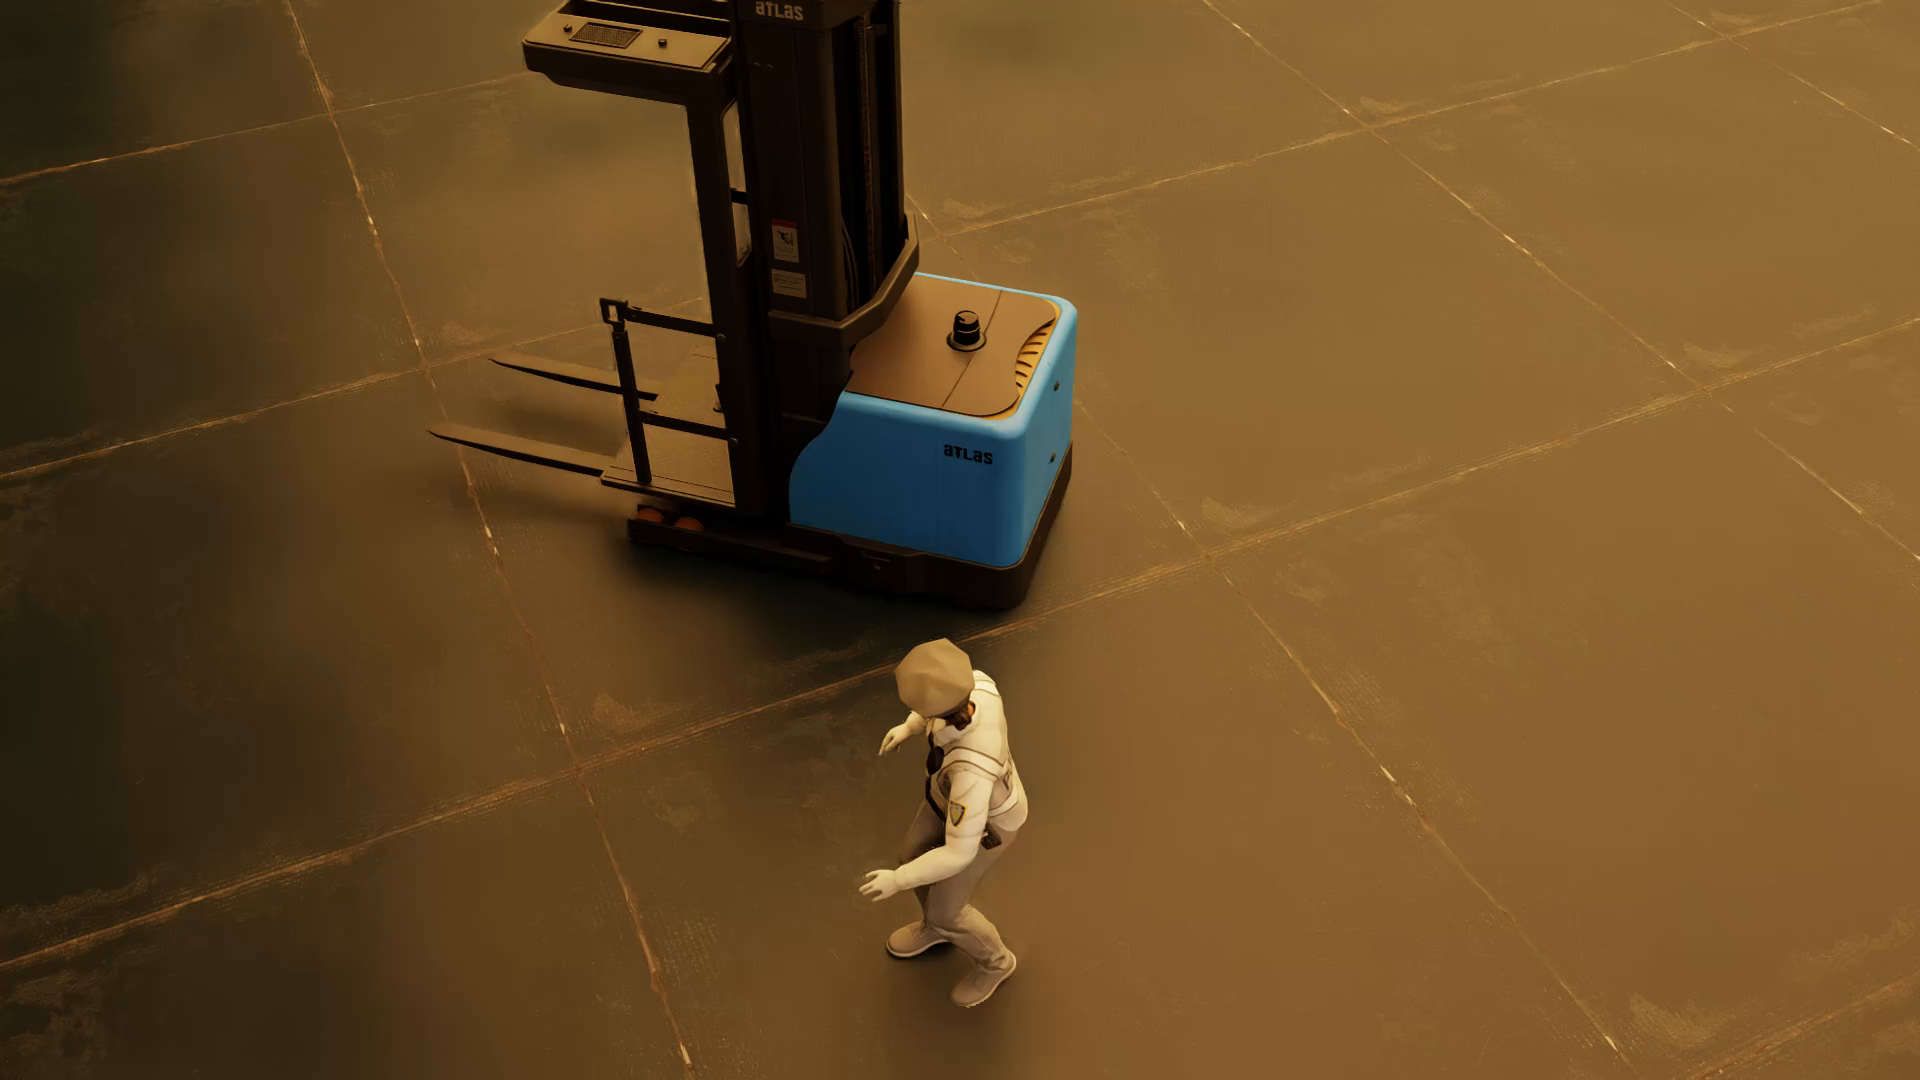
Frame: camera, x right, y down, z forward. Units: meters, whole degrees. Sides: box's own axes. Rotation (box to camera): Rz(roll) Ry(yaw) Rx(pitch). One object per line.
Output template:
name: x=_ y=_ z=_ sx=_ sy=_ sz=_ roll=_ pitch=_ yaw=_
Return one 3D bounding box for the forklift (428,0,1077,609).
forklift: x=-1.038 y=-1.347 z=7.123 sx=3.031 sy=2.935 sz=1.130 roll=12 pitch=44 yaw=13

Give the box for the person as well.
person: x=-0.074 y=0.964 z=5.645 sx=0.624 sy=1.628 sz=0.729 roll=-9 pitch=44 yaw=-9
